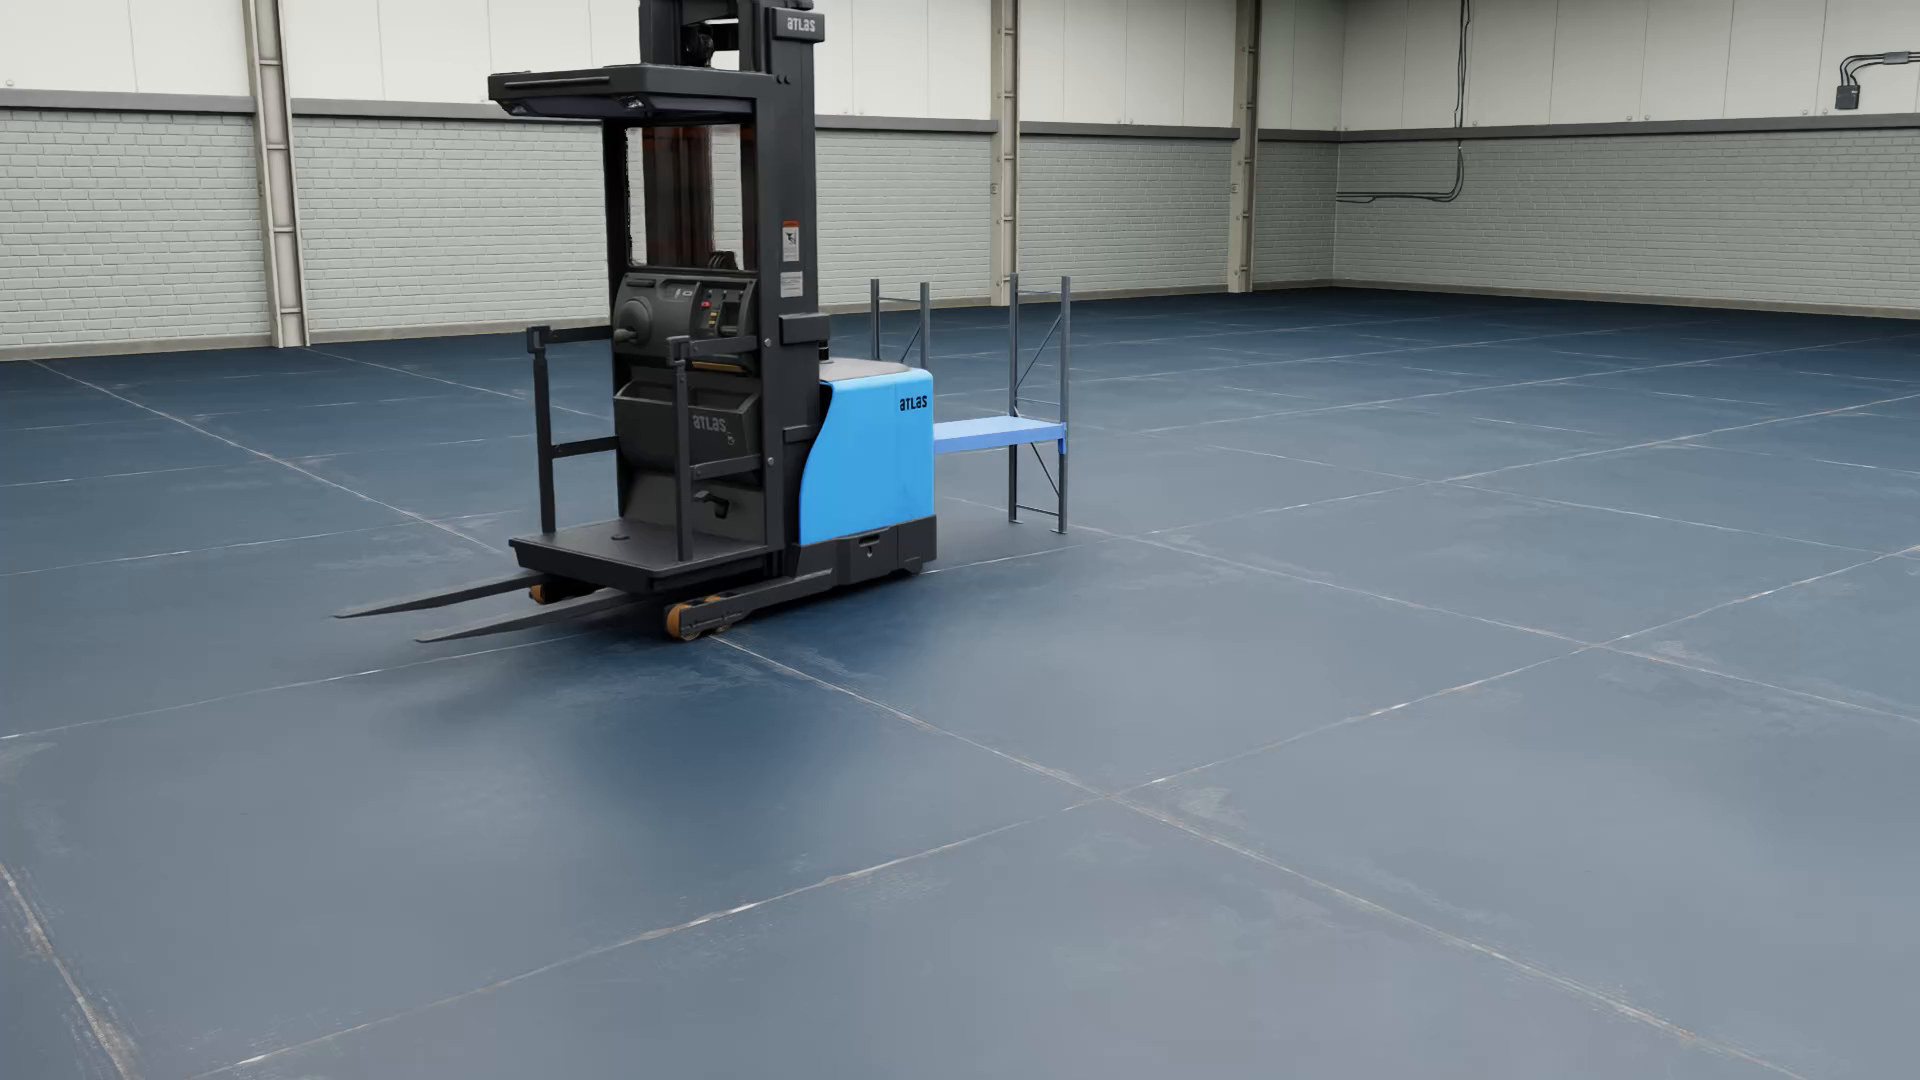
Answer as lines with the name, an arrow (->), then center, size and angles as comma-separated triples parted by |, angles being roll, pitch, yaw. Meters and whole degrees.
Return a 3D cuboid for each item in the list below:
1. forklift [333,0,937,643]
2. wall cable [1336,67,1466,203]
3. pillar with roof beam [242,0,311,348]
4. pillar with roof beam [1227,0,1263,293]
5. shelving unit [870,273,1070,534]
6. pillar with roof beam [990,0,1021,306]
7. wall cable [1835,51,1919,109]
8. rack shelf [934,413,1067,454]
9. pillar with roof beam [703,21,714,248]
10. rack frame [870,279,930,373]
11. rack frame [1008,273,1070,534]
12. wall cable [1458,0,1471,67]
forklift -> -1.446, -1.097, 7.738 | 1.130, 2.935, 3.031 | 10, 15, 38
wall cable -> 8.573, -7.886, 32.576 | 0.112, 2.526, 3.097 | -9, 15, -38
pillar with roof beam -> -5.920, -6.203, 17.175 | 0.400, 9.000, 9.100 | -9, 15, -38
pillar with roof beam -> 8.136, -8.538, 28.175 | 0.400, 9.000, 9.100 | -9, 15, -38
shelving unit -> 0.067, -0.745, 9.525 | 1.048, 1.500, 0.538 | -9, 15, -38
pillar with roof beam -> 3.451, -7.760, 24.508 | 0.400, 9.000, 9.100 | -9, 15, -38
wall cable -> 14.491, -9.526, 24.639 | 0.169, 6.003, 2.305 | -9, 15, -38
rack shelf -> 0.067, -0.569, 9.562 | 1.000, 0.185, 0.538 | -9, 15, -38
pillar with roof beam -> -1.235, -6.981, 20.842 | 0.400, 9.000, 9.100 | -9, 15, -38
rack frame -> -0.330, -0.679, 9.214 | 0.032, 1.500, 0.500 | -9, 15, -38
rack frame -> 0.464, -0.811, 9.836 | 0.032, 1.500, 0.500 | -9, 15, -38
wall cable -> 10.263, -9.917, 29.985 | 0.112, 2.526, 3.097 | -9, 15, -38
